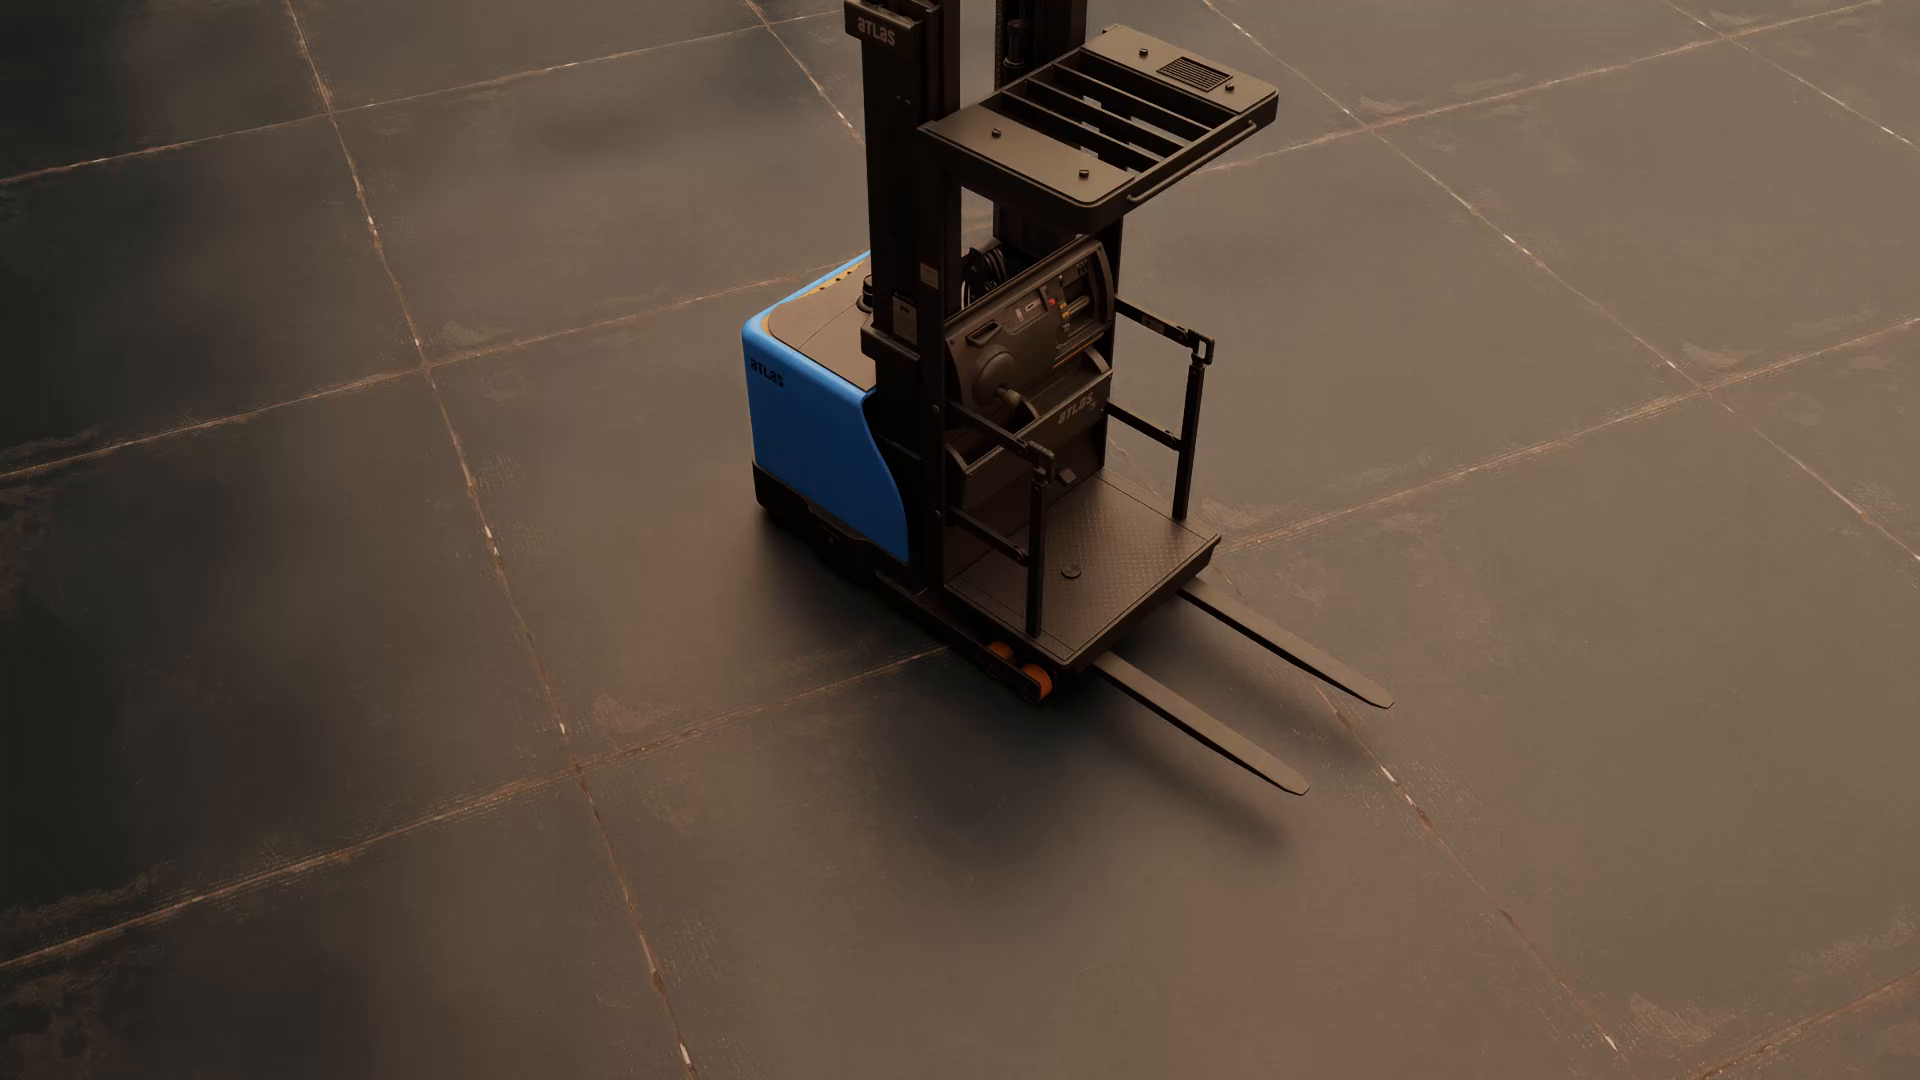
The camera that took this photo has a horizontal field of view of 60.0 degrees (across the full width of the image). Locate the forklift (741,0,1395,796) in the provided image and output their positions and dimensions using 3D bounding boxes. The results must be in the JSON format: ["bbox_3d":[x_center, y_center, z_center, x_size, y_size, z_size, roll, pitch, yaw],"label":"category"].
[{"bbox_3d":[0.445,-0.788,6.525,3.031,2.935,1.130,32,52,30],"label":"forklift"}]
